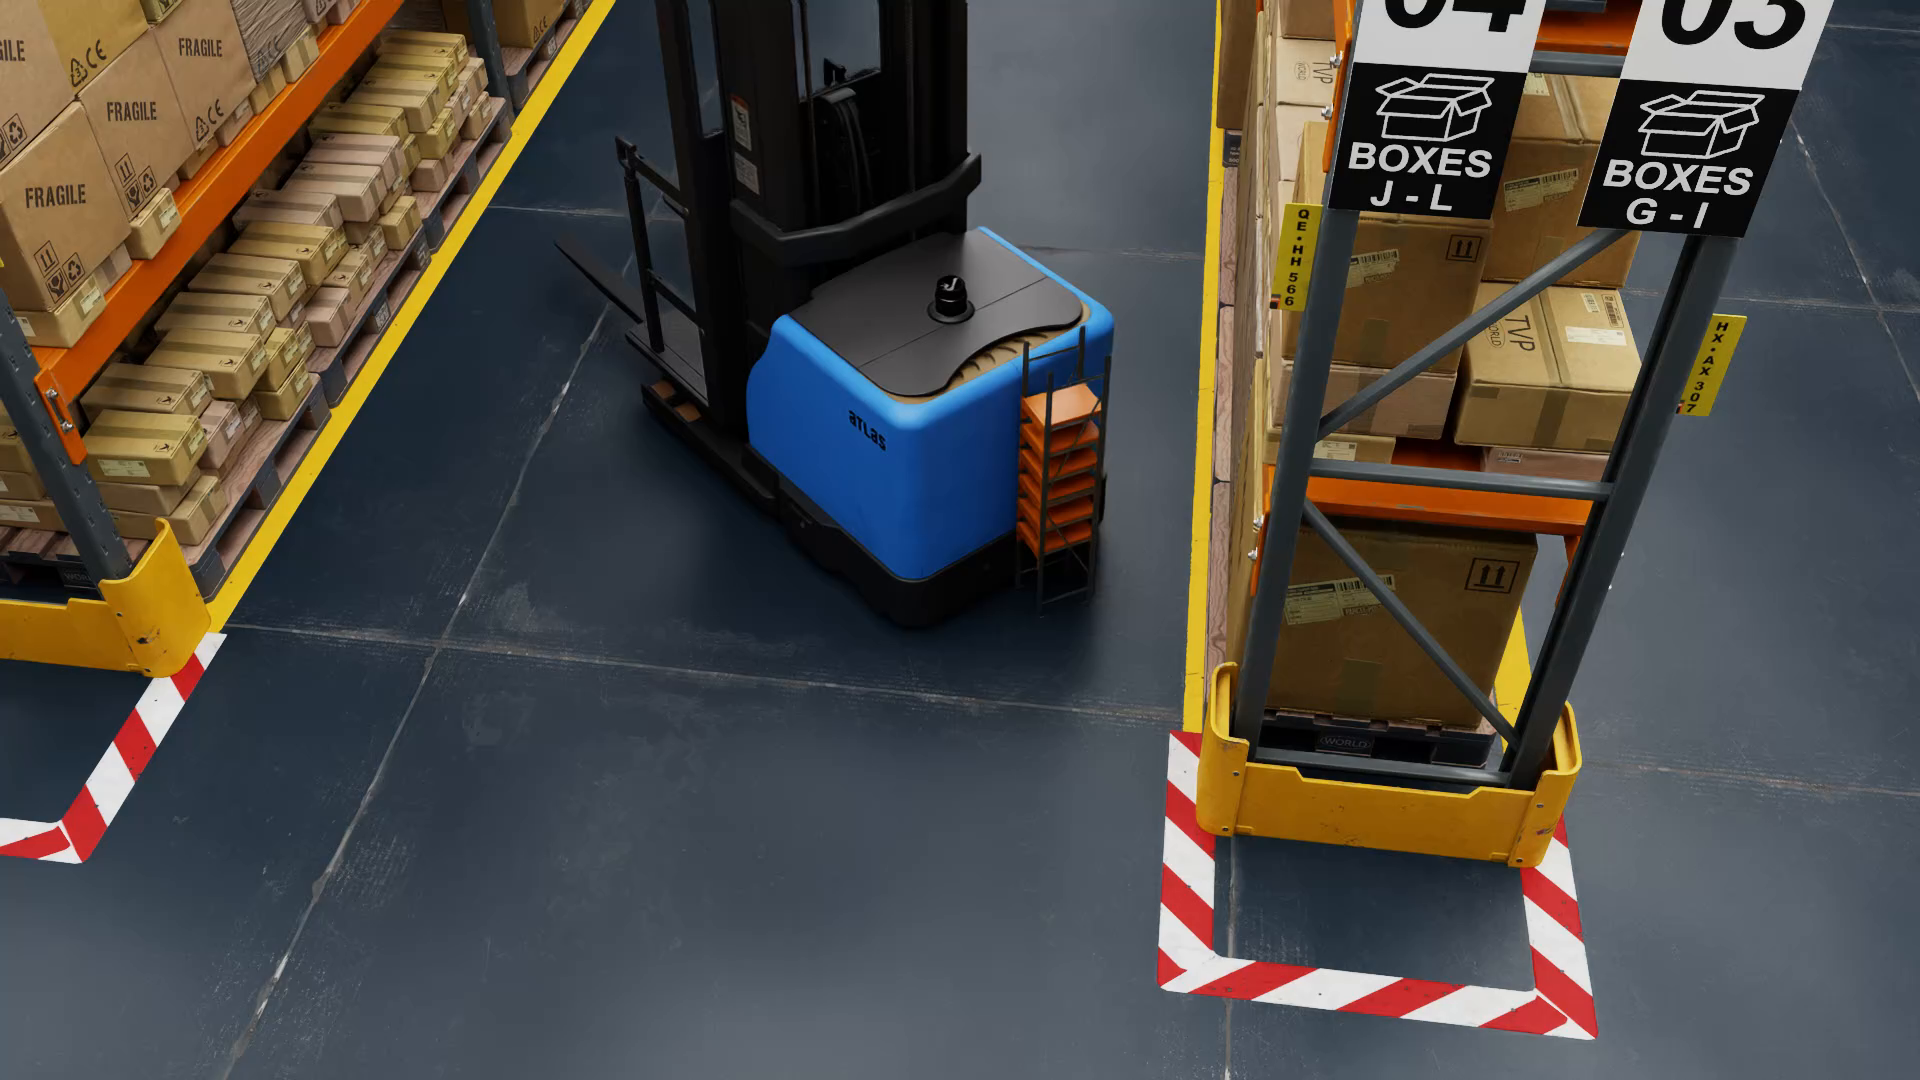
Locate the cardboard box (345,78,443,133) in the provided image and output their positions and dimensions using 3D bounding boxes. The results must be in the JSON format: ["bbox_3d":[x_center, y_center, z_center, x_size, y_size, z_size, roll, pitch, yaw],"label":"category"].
[{"bbox_3d":[-2.772,-2.132,8.156,0.380,0.149,0.250,5,44,5],"label":"cardboard box"}]

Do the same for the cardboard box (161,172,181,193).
[{"bbox_3d":[-3.144,-1.332,6.158,0.380,0.149,0.250,7,44,7],"label":"cardboard box"}]

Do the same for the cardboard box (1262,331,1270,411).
[{"bbox_3d":[1.165,-0.526,5.307,0.380,0.149,0.250,6,44,6],"label":"cardboard box"}]

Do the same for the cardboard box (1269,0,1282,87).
[{"bbox_3d":[1.485,-1.959,6.530,0.500,0.250,0.500,6,44,7],"label":"cardboard box"}]

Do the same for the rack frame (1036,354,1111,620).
[{"bbox_3d":[0.404,-0.162,6.048,0.240,1.200,0.006,-18,46,-18],"label":"rack frame"}]

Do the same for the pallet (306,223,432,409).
[{"bbox_3d":[-3.175,-1.106,7.764,1.003,0.211,1.213,5,44,6],"label":"pallet"}]

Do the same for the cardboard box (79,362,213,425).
[{"bbox_3d":[-3.168,-0.545,6.480,0.380,0.149,0.250,6,44,6],"label":"cardboard box"}]

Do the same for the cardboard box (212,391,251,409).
[{"bbox_3d":[-3.131,-0.602,6.756,0.380,0.149,0.250,6,44,6],"label":"cardboard box"}]

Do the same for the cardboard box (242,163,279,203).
[{"bbox_3d":[-3.374,-1.632,7.628,0.380,0.149,0.250,4,44,4],"label":"cardboard box"}]

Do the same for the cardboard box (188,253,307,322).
[{"bbox_3d":[-3.011,-1.070,7.034,0.380,0.149,0.250,7,44,7],"label":"cardboard box"}]

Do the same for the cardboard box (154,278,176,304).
[{"bbox_3d":[-3.596,-1.117,7.084,0.380,0.149,0.250,7,44,7],"label":"cardboard box"}]

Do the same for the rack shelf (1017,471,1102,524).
[{"bbox_3d":[0.365,-0.187,6.139,0.258,0.103,0.180,-18,46,-18],"label":"rack shelf"}]

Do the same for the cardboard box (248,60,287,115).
[{"bbox_3d":[-2.968,-1.855,6.710,0.380,0.149,0.250,7,44,7],"label":"cardboard box"}]

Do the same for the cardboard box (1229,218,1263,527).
[{"bbox_3d":[1.538,-0.612,6.455,0.875,0.875,0.875,5,44,6],"label":"cardboard box"}]

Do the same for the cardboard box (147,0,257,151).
[{"bbox_3d":[-3.035,-1.812,6.193,0.500,0.500,0.500,6,44,6],"label":"cardboard box"}]

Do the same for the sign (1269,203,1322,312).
[{"bbox_3d":[0.876,-0.733,4.328,0.100,0.325,0.005,5,44,6],"label":"sign"}]

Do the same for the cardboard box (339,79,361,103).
[{"bbox_3d":[-3.272,-2.240,8.486,0.380,0.149,0.250,6,44,6],"label":"cardboard box"}]

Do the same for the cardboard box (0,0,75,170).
[{"bbox_3d":[-3.169,-1.476,5.111,0.500,0.500,0.500,5,44,5],"label":"cardboard box"}]

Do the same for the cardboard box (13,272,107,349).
[{"bbox_3d":[-3.123,-0.787,5.582,0.380,0.149,0.250,5,44,5],"label":"cardboard box"}]

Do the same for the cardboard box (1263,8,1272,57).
[{"bbox_3d":[1.470,-2.093,6.961,0.380,0.149,0.250,4,44,4],"label":"cardboard box"}]

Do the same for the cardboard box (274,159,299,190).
[{"bbox_3d":[-3.367,-1.702,7.917,0.380,0.149,0.250,7,44,7],"label":"cardboard box"}]

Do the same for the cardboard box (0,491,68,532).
[{"bbox_3d":[-3.628,-0.182,6.529,0.380,0.149,0.250,6,44,6],"label":"cardboard box"}]

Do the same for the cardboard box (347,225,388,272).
[{"bbox_3d":[-2.914,-1.355,7.768,0.380,0.149,0.250,6,44,6],"label":"cardboard box"}]

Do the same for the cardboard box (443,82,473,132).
[{"bbox_3d":[-2.712,-2.209,8.453,0.380,0.149,0.250,3,44,4],"label":"cardboard box"}]

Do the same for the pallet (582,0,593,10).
[{"bbox_3d":[-2.702,-3.765,10.573,1.003,0.211,1.213,5,44,6],"label":"pallet"}]

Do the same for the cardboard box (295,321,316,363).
[{"bbox_3d":[-3.043,-0.835,7.218,0.380,0.149,0.250,5,44,6],"label":"cardboard box"}]

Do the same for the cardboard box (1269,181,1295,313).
[{"bbox_3d":[1.281,-0.921,5.434,0.500,0.250,0.500,5,44,5],"label":"cardboard box"}]

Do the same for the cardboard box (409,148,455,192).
[{"bbox_3d":[-2.765,-1.877,8.318,0.380,0.149,0.250,4,44,4],"label":"cardboard box"}]

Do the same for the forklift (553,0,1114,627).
[{"bbox_3d":[-0.735,-1.687,6.400,1.130,2.935,3.031,-29,51,-27],"label":"forklift"}]

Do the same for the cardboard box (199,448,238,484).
[{"bbox_3d":[-3.151,-0.318,6.672,0.380,0.149,0.250,5,44,5],"label":"cardboard box"}]

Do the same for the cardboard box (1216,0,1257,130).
[{"bbox_3d":[2.006,-2.712,8.673,1.225,0.875,0.875,5,44,6],"label":"cardboard box"}]

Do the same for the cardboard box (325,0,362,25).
[{"bbox_3d":[-2.853,-2.383,7.267,0.380,0.149,0.250,4,44,4],"label":"cardboard box"}]

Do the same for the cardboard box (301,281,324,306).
[{"bbox_3d":[-3.053,-1.146,7.330,0.380,0.149,0.250,7,44,8],"label":"cardboard box"}]

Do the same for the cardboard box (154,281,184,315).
[{"bbox_3d":[-3.582,-1.006,7.183,0.380,0.149,0.250,6,44,6],"label":"cardboard box"}]

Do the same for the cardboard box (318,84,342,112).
[{"bbox_3d":[-3.293,-2.171,8.197,0.380,0.149,0.250,5,44,5],"label":"cardboard box"}]

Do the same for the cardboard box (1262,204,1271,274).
[{"bbox_3d":[1.266,-1.045,5.855,0.380,0.149,0.250,4,44,5],"label":"cardboard box"}]

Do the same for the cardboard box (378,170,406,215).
[{"bbox_3d":[-2.875,-1.688,7.902,0.380,0.149,0.250,6,44,7],"label":"cardboard box"}]

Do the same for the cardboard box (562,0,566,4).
[{"bbox_3d":[-2.533,-3.498,9.775,0.500,0.500,0.500,7,44,7],"label":"cardboard box"}]

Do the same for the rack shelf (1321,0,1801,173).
[{"bbox_3d":[1.676,-2.358,5.401,1.077,0.370,4.000,5,44,6],"label":"rack shelf"}]

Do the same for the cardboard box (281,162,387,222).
[{"bbox_3d":[-2.851,-1.585,7.577,0.380,0.149,0.250,4,44,4],"label":"cardboard box"}]

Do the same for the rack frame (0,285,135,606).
[{"bbox_3d":[-3.491,-0.687,5.294,1.000,3.000,0.127,5,44,6],"label":"rack frame"}]

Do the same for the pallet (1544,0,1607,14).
[{"bbox_3d":[1.500,-1.731,4.279,1.003,0.211,1.213,5,44,6],"label":"pallet"}]

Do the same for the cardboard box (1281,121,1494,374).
[{"bbox_3d":[1.216,-0.849,4.812,0.500,0.500,0.500,6,44,6],"label":"cardboard box"}]

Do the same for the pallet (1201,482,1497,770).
[{"bbox_3d":[1.440,0.293,6.287,1.003,0.211,1.213,5,44,6],"label":"pallet"}]

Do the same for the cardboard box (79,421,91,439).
[{"bbox_3d":[-3.616,-0.471,6.618,0.380,0.149,0.250,4,44,5],"label":"cardboard box"}]

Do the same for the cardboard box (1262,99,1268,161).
[{"bbox_3d":[1.367,-1.568,6.407,0.380,0.149,0.250,4,44,4],"label":"cardboard box"}]

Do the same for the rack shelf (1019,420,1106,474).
[{"bbox_3d":[0.366,-0.361,5.974,0.258,0.103,0.180,-18,46,-18],"label":"rack shelf"}]

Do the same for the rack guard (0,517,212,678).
[{"bbox_3d":[-3.481,0.169,6.208,1.175,0.500,0.348,5,44,6],"label":"rack guard"}]

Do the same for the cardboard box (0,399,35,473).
[{"bbox_3d":[-3.672,-0.404,6.331,0.380,0.149,0.250,6,44,6],"label":"cardboard box"}]

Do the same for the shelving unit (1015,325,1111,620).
[{"bbox_3d":[0.365,-0.219,6.108,0.258,1.200,0.189,-18,46,-18],"label":"shelving unit"}]

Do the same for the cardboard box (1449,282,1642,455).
[{"bbox_3d":[1.743,-0.524,5.014,0.500,0.250,0.500,4,44,4],"label":"cardboard box"}]
